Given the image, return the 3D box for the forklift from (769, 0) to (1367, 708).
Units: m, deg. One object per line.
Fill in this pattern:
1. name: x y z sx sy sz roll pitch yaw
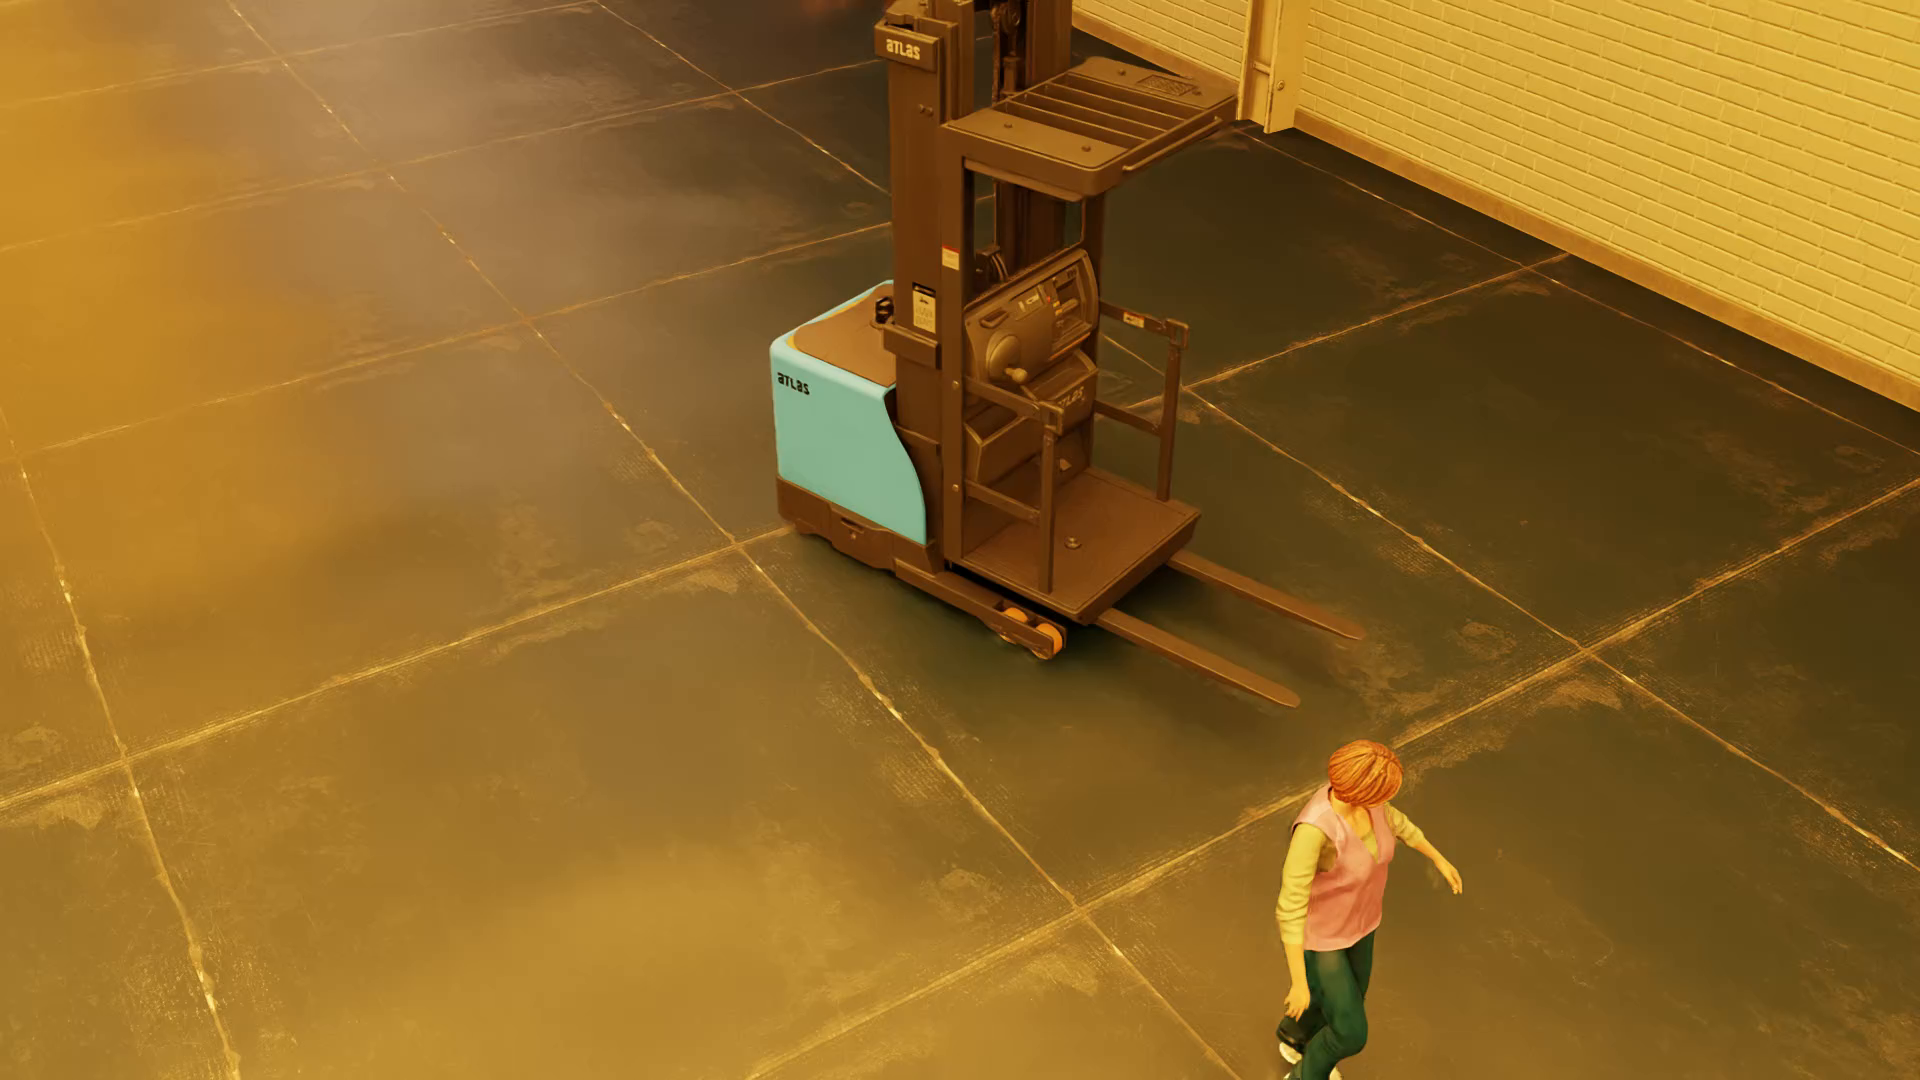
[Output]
1. forklift: 0.500 -0.981 7.544 3.031 2.935 1.130 25 42 31

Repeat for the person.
1. person: 1.277 1.307 5.503 0.774 1.596 0.422 -29 44 -35
